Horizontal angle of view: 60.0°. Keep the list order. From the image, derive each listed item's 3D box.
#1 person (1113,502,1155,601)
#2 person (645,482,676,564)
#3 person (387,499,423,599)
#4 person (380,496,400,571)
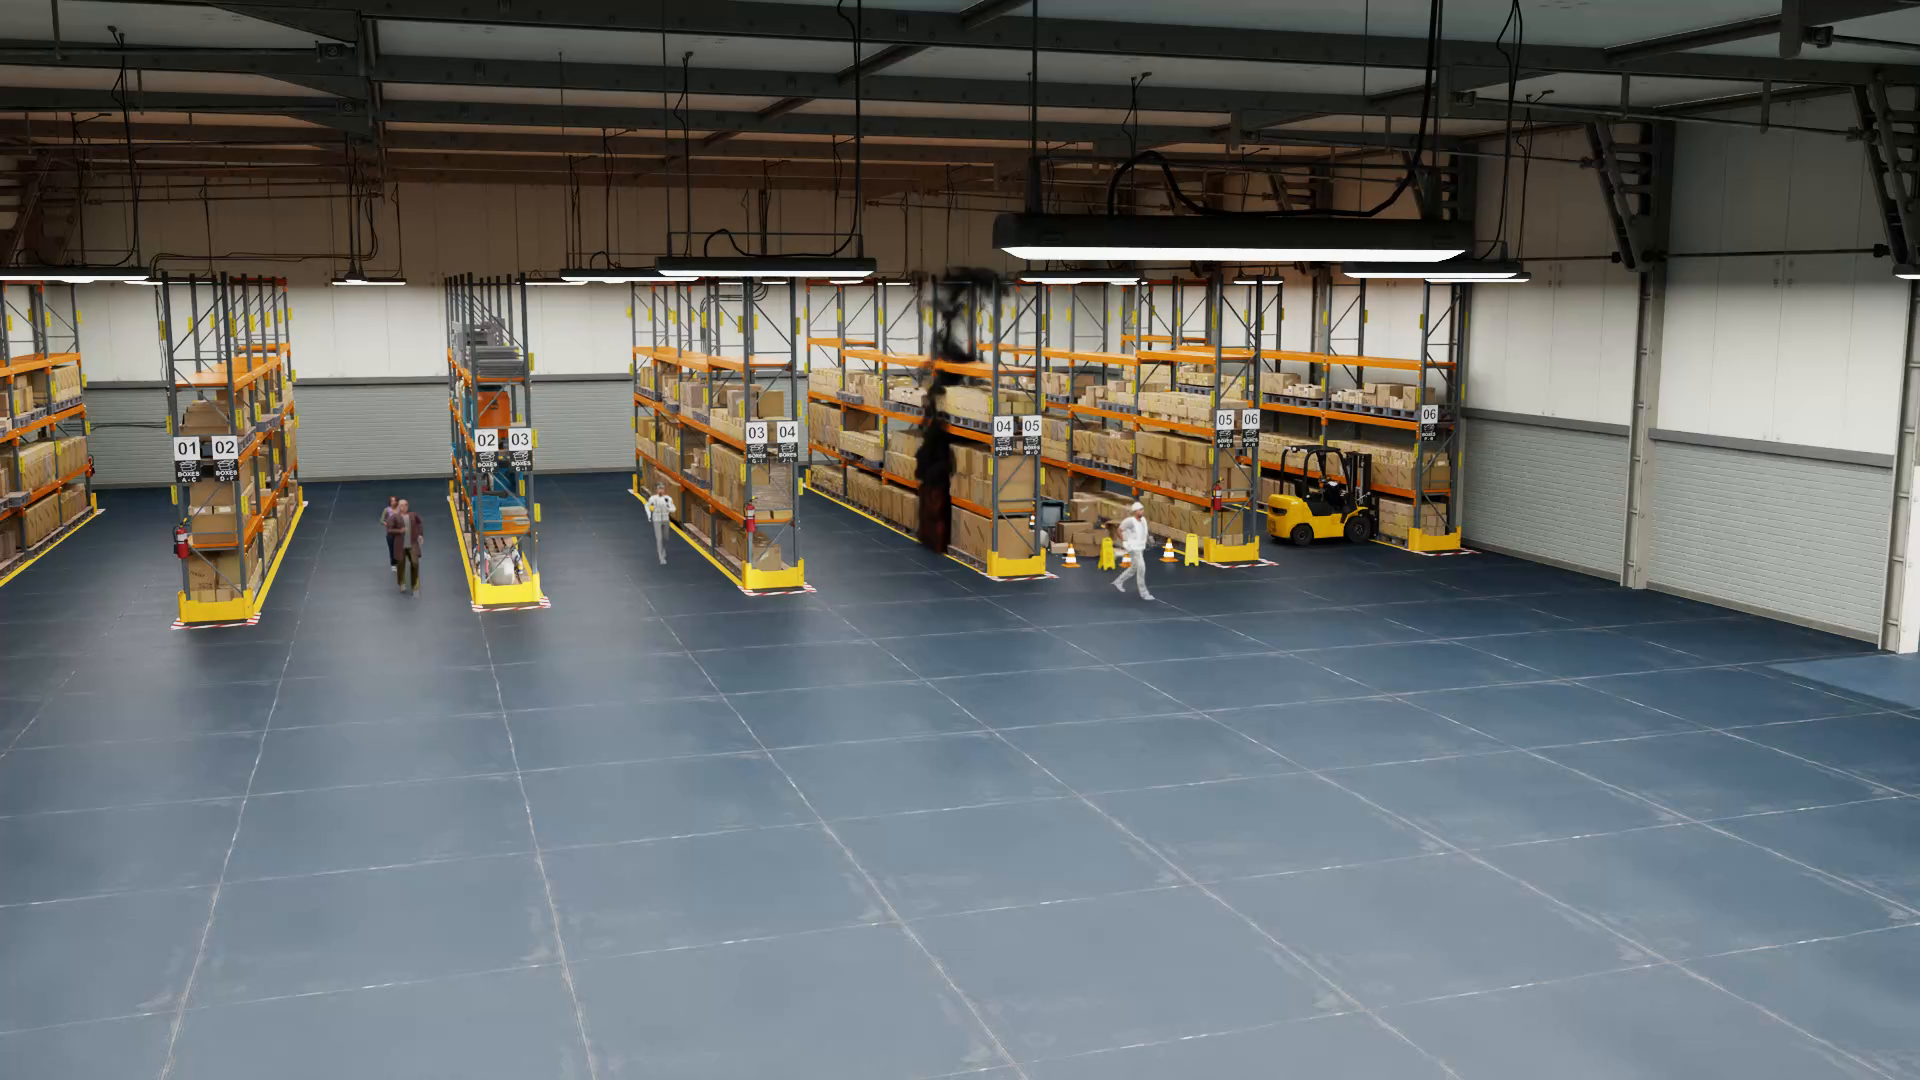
[{"bbox_3d":[3.253,0.185,30.936,0.935,1.793,0.683,6,10,34],"label":"person"},{"bbox_3d":[-6.269,-0.389,34.905,0.611,1.682,0.940,-3,9,-21],"label":"person"},{"bbox_3d":[-10.384,0.153,31.161,0.677,1.846,0.865,-4,10,-26],"label":"person"},{"bbox_3d":[-11.356,-0.078,33.389,0.526,1.641,0.707,-4,10,-25],"label":"person"}]
